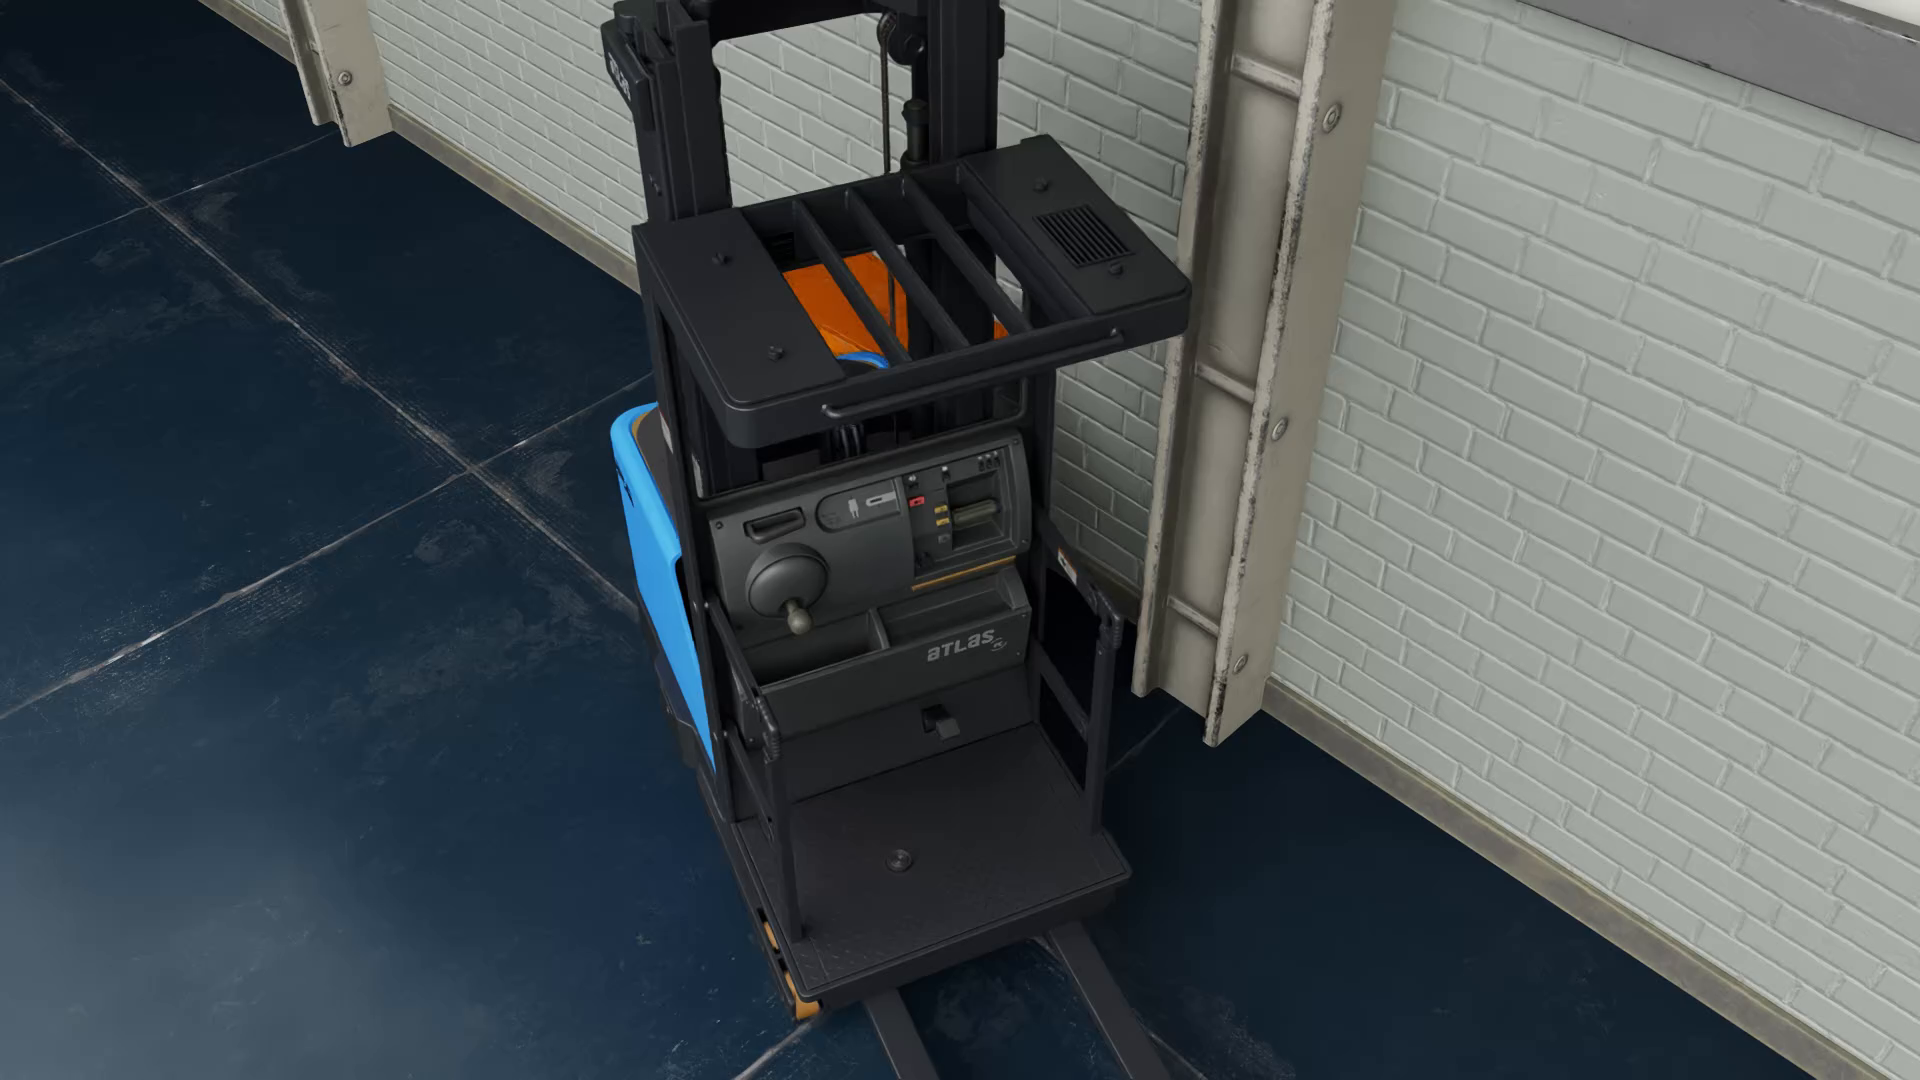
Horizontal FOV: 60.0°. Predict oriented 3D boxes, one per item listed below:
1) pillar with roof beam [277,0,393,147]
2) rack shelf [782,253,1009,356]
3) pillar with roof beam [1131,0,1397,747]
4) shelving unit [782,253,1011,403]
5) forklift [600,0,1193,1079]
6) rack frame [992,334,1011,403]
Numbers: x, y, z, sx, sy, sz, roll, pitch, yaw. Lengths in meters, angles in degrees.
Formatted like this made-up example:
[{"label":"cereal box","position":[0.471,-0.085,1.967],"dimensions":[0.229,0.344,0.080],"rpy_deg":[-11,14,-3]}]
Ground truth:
[{"label":"pillar with roof beam","position":[-6.409,-3.549,3.960],"dimensions":[9.100,9.000,0.400],"rpy_deg":[-34,53,-31]},{"label":"rack shelf","position":[-0.273,-0.755,6.239],"dimensions":[1.000,0.278,0.538],"rpy_deg":[32,48,31]},{"label":"pillar with roof beam","position":[-2.172,-0.666,0.840],"dimensions":[9.100,9.000,0.400],"rpy_deg":[-34,53,-31]},{"label":"shelving unit","position":[-0.280,-0.530,6.425],"dimensions":[1.048,1.125,0.538],"rpy_deg":[32,48,31]},{"label":"forklift","position":[-0.148,0.065,4.520],"dimensions":[1.130,2.935,3.031],"rpy_deg":[-17,45,-17]},{"label":"rack frame","position":[0.090,-0.301,6.162],"dimensions":[0.032,1.125,0.500],"rpy_deg":[32,48,31]}]
